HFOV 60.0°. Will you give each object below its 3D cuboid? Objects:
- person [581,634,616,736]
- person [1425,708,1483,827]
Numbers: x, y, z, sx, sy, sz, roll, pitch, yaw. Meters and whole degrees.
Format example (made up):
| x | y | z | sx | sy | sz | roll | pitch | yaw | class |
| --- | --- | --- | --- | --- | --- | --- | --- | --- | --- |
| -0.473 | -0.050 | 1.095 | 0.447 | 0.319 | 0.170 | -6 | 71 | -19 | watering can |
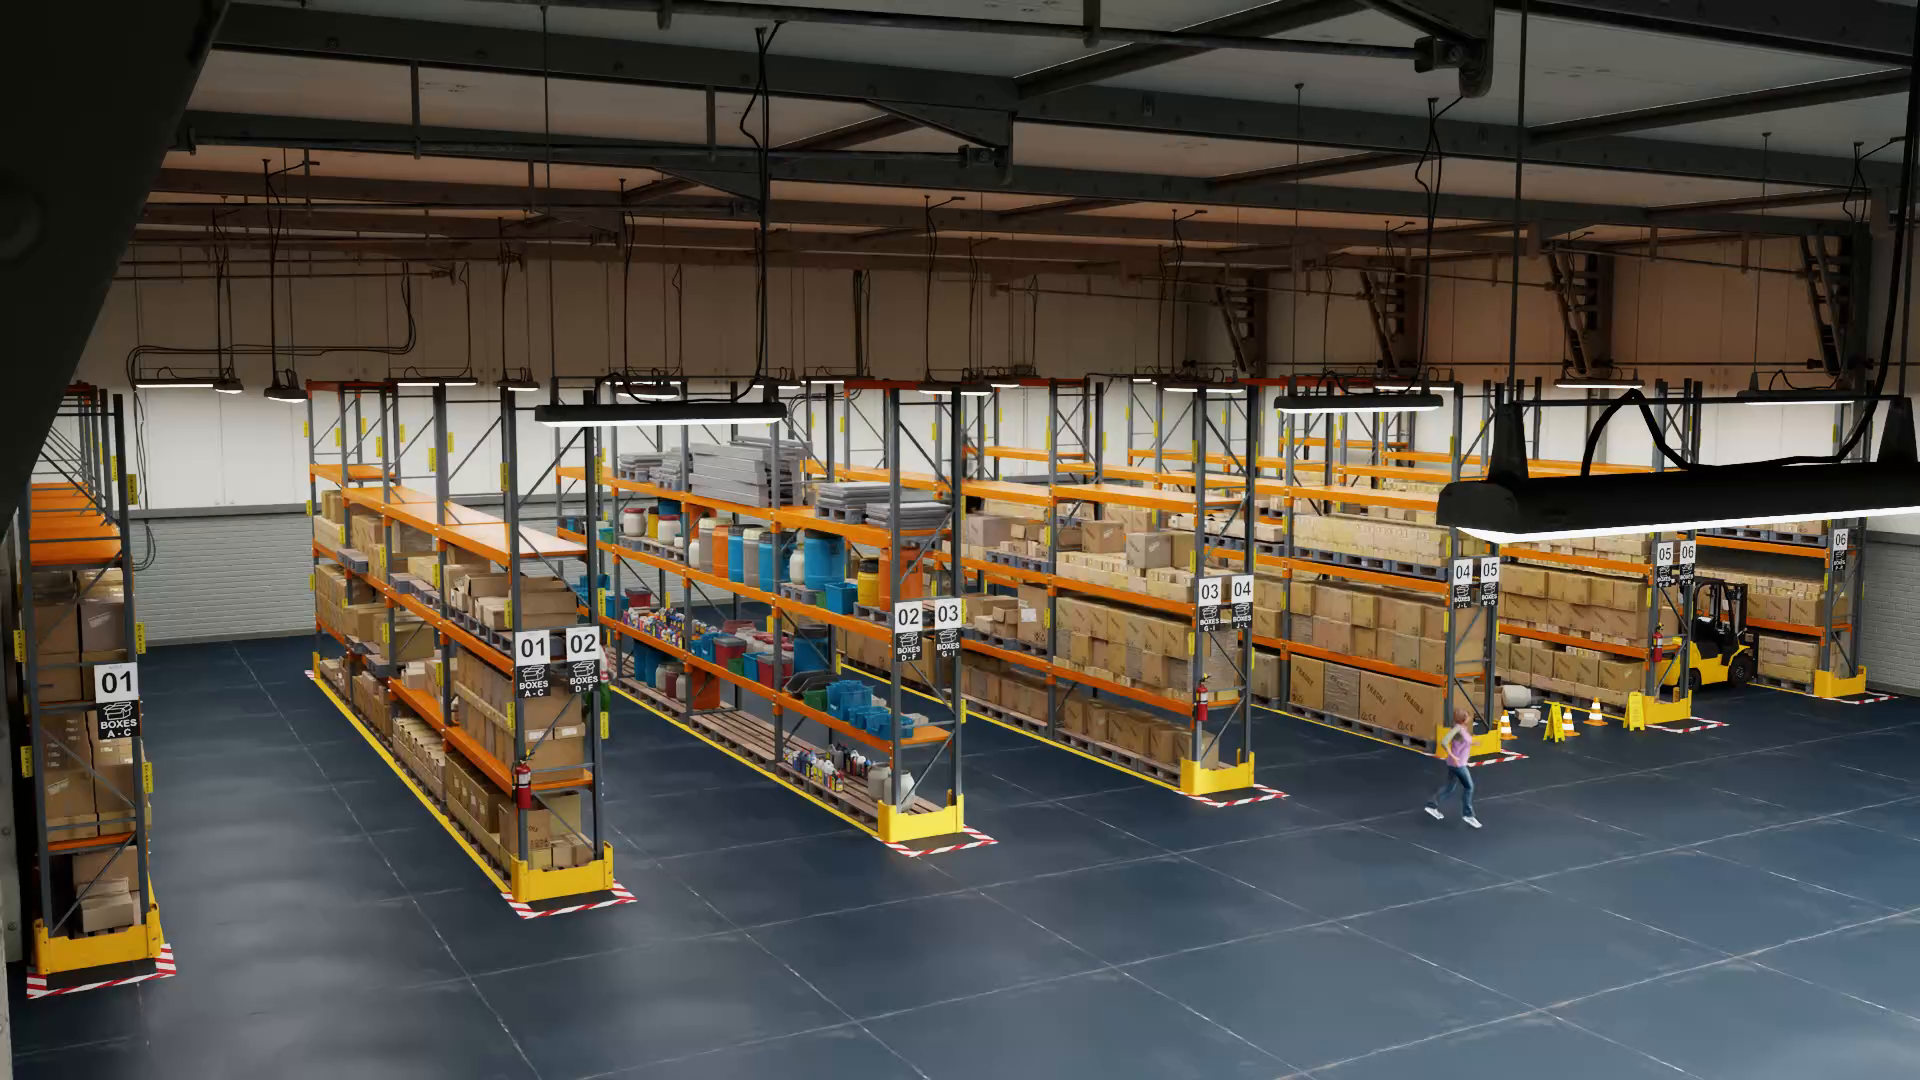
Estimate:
| x | y | z | sx | sy | sz | roll | pitch | yaw | class |
| --- | --- | --- | --- | --- | --- | --- | --- | --- | --- |
| -6.192 | 2.430 | 28.316 | 0.666 | 1.768 | 0.957 | -5 | 8 | -37 | person |
| 6.800 | 3.111 | 22.854 | 0.765 | 1.637 | 0.516 | 2 | 6 | 14 | person |
